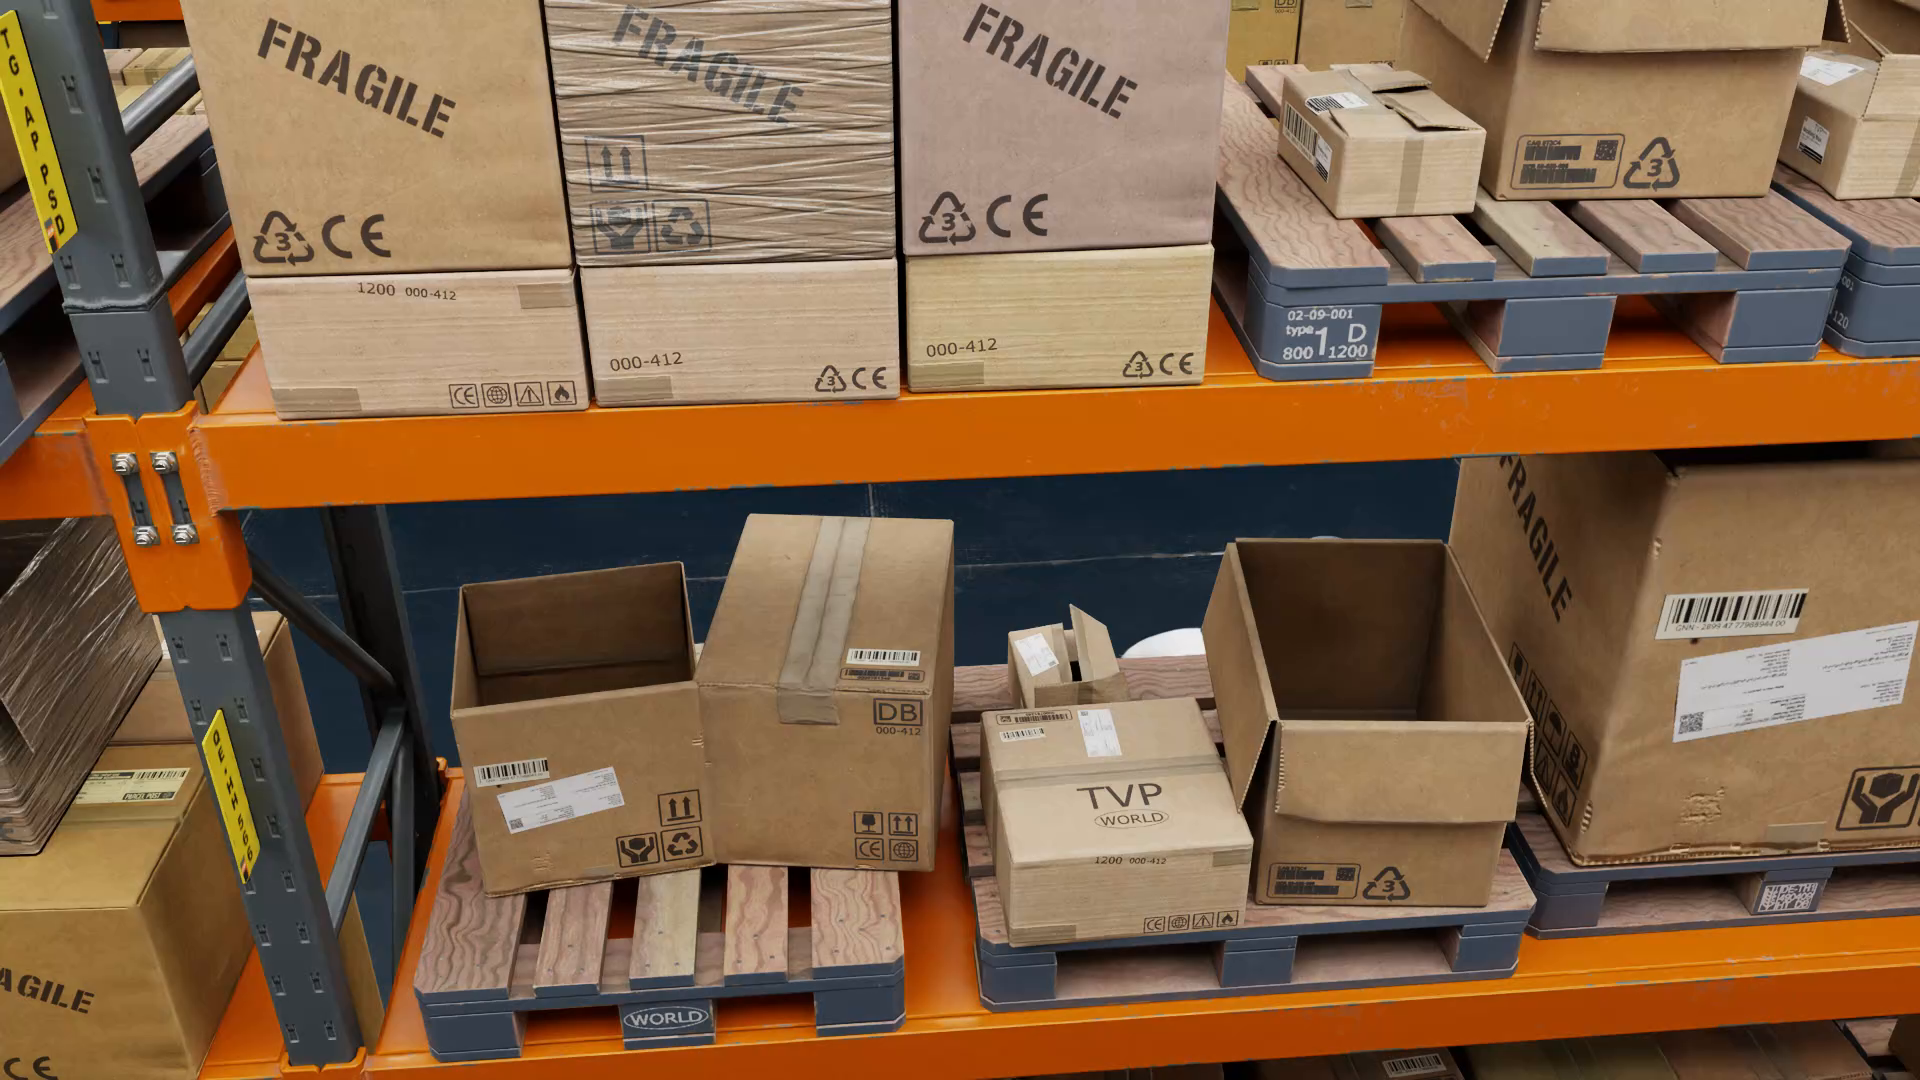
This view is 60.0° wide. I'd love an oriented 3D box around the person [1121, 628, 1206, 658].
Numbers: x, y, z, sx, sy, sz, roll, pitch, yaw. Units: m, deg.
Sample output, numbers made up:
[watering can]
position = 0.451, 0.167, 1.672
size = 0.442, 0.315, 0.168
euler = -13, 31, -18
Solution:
[person]
position = 1.008, 0.723, 5.689
size = 0.996, 0.960, 0.513
euler = -4, 31, -7
